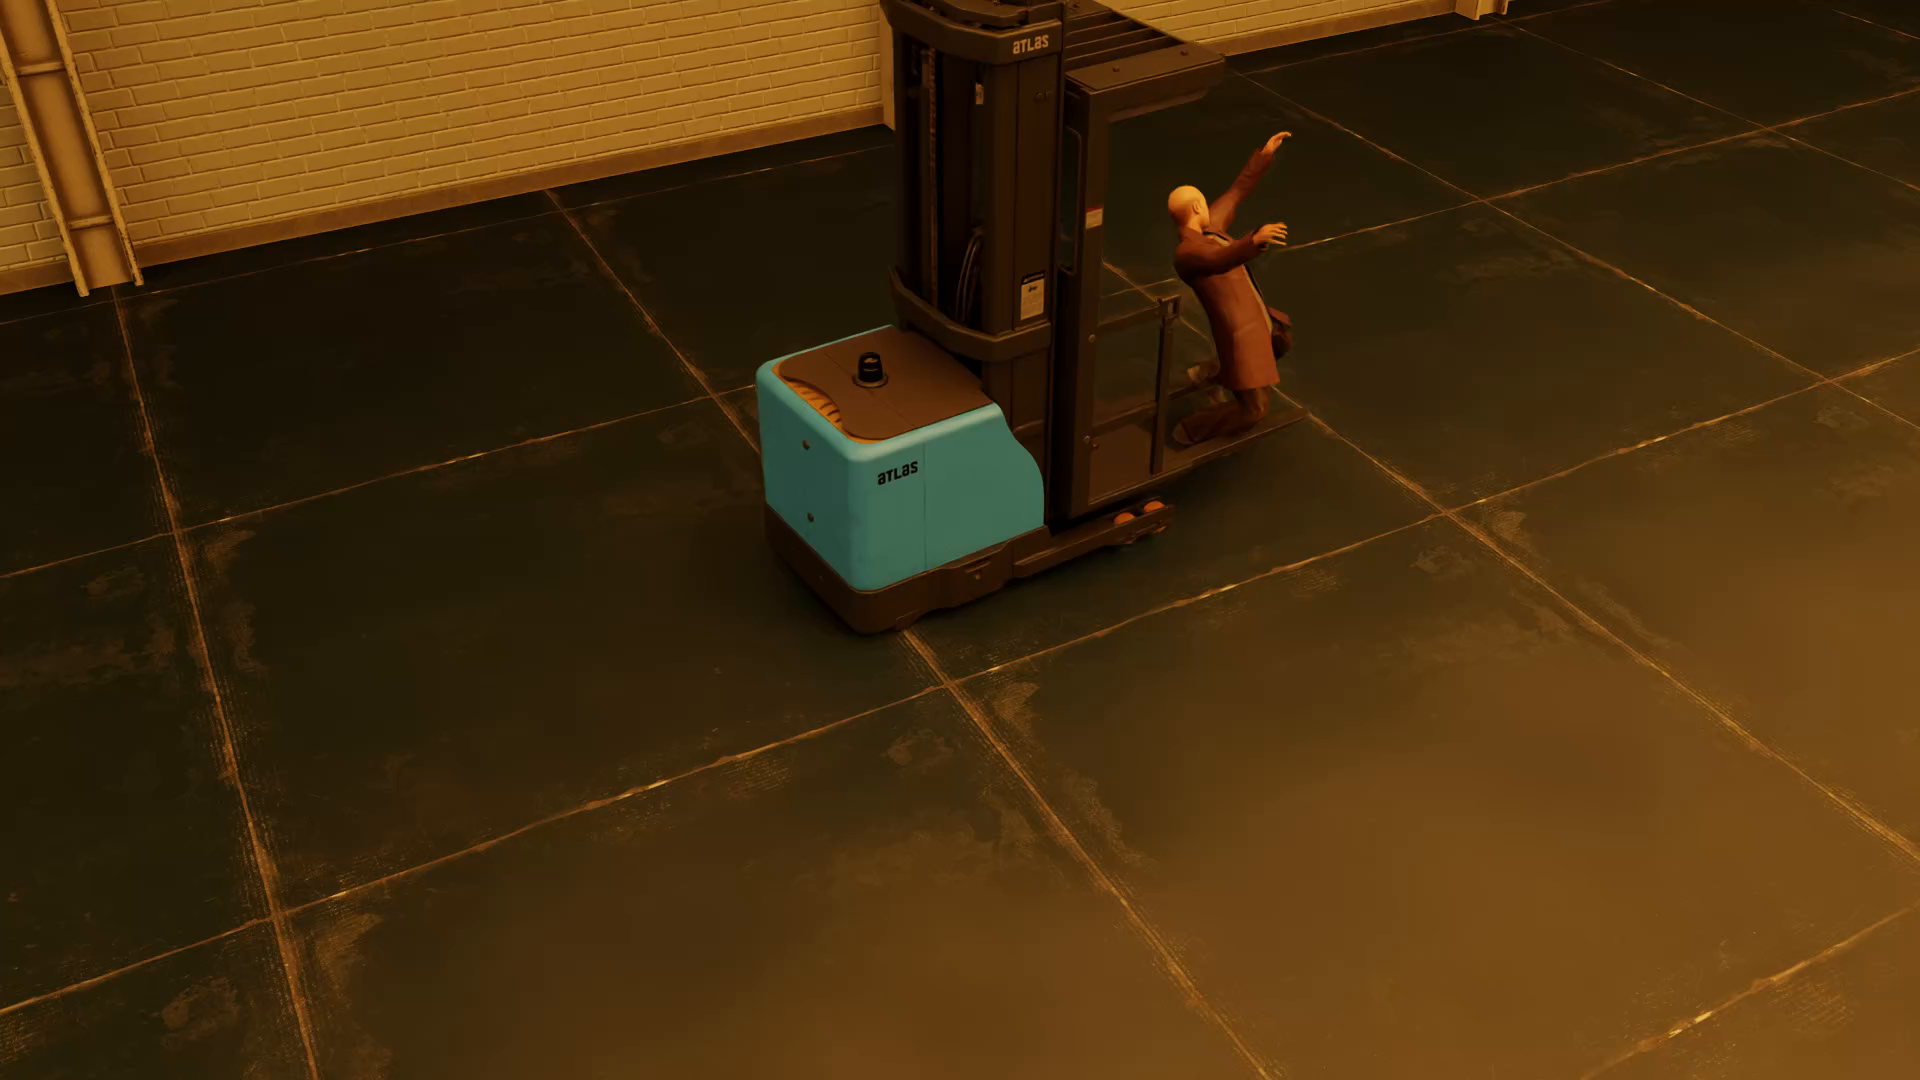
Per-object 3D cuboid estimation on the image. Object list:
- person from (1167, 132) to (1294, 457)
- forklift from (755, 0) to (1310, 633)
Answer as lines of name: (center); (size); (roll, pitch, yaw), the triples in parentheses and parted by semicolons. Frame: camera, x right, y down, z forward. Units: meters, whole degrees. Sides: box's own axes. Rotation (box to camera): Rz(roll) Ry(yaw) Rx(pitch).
person: (1.429, -1.236, 8.901); (0.725, 1.683, 1.038); (9, 36, 12)
forklift: (0.509, -1.404, 8.109); (3.031, 2.935, 1.130); (-21, 40, -27)
